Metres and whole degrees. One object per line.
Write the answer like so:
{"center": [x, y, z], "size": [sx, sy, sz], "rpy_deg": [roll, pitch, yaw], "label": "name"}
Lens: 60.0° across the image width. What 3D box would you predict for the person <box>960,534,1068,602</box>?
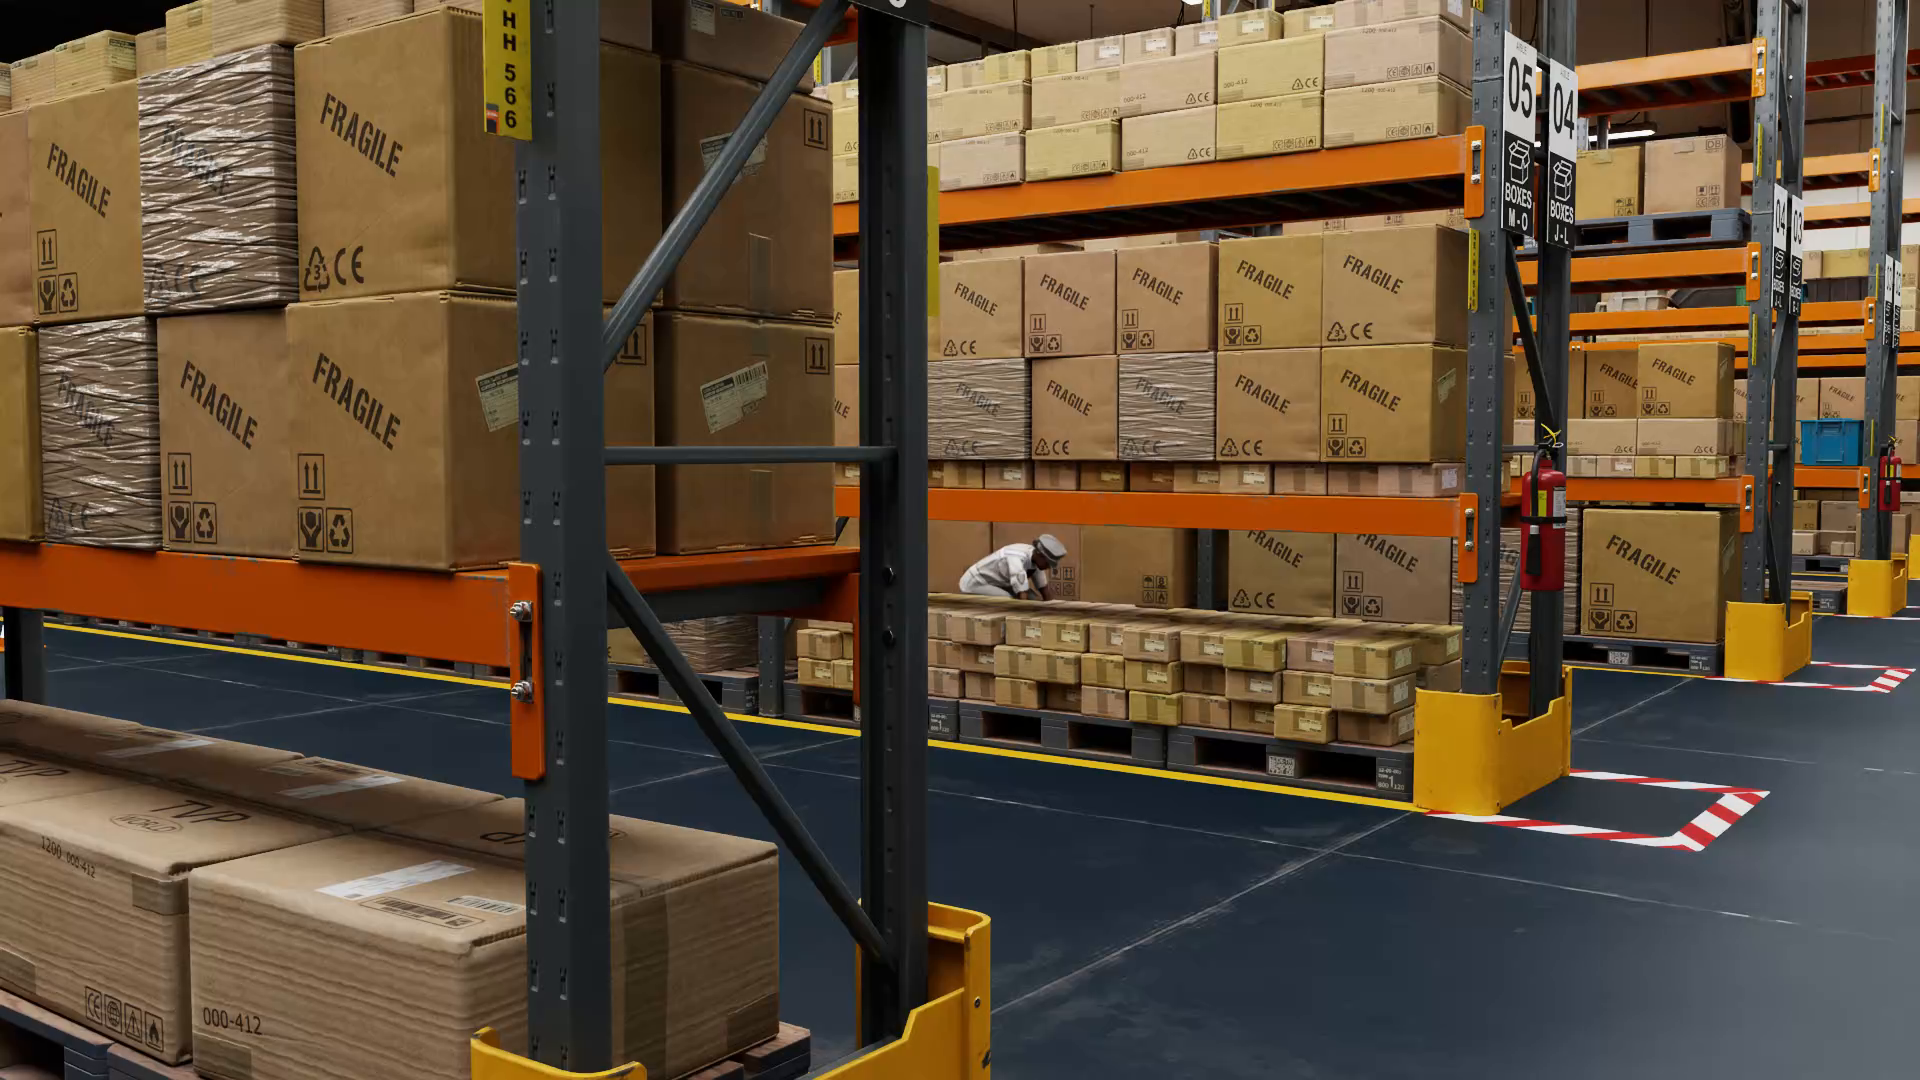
{"center": [0.414, 0.371, 12.917], "size": [0.868, 0.846, 0.479], "rpy_deg": [2, 4, 36], "label": "person"}
